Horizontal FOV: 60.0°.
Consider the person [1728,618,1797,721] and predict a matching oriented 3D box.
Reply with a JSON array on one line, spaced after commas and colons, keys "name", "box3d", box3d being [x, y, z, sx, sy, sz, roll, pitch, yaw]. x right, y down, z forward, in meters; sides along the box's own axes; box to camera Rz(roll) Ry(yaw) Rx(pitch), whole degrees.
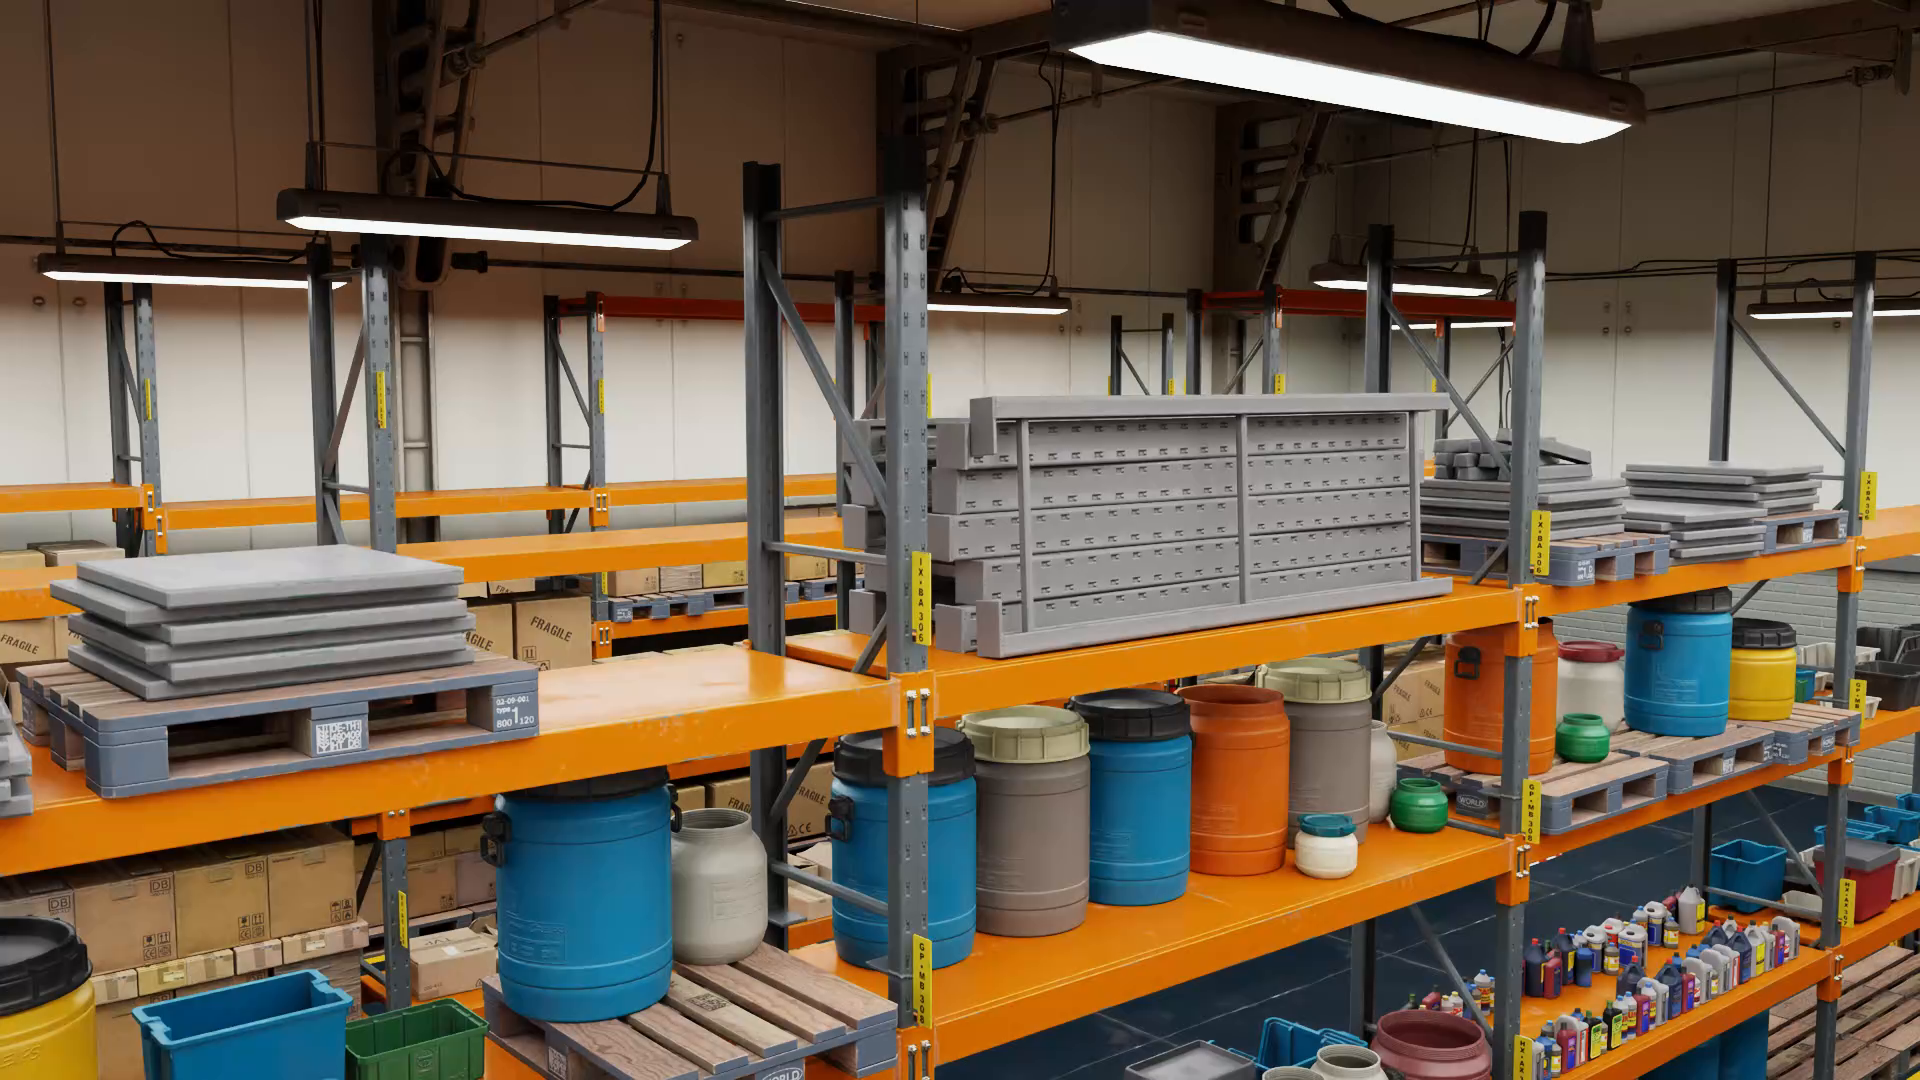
[{"name": "person", "box3d": [10.484, 2.507, 4.611, 3.008, 2.749, 17.189, -4, 7, -38]}]
